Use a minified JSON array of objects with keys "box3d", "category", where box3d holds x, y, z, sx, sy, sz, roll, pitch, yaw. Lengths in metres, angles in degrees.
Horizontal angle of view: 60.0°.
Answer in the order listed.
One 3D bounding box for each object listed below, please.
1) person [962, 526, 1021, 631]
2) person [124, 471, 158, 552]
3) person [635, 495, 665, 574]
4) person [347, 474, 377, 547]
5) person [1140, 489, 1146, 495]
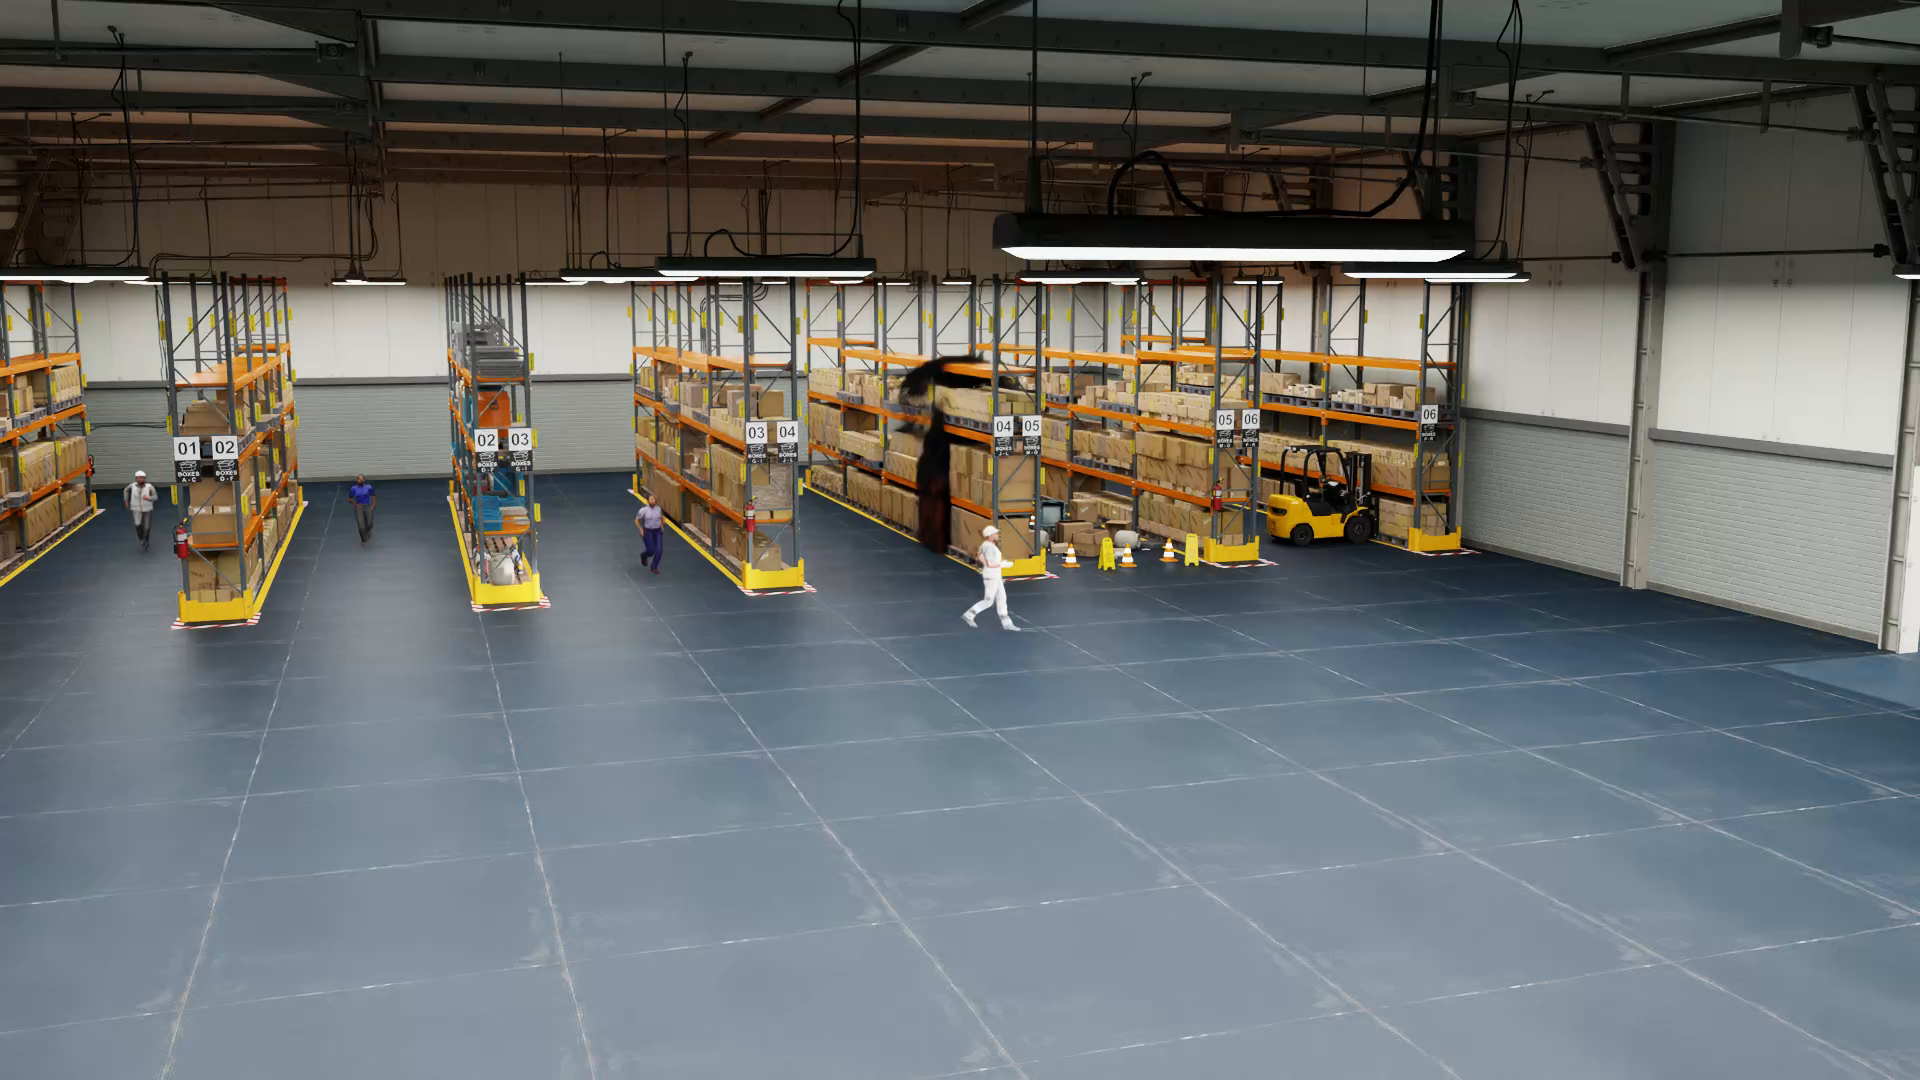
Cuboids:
[{"box3d":[0.525,0.648,27.719,0.987,1.784,0.654,1,9,5],"category":"person"},{"box3d":[-17.951,-0.641,36.483,0.681,1.779,0.821,-3,9,-22],"category":"person"},{"box3d":[-6.239,-0.121,33.675,0.616,1.606,0.550,-6,10,-33],"category":"person"},{"box3d":[-13.356,-0.666,37.204,0.629,1.617,0.539,-4,10,-25],"category":"person"},{"box3d":[4.788,-1.941,43.991,0.521,1.647,0.705,-3,9,-16],"category":"person"}]
